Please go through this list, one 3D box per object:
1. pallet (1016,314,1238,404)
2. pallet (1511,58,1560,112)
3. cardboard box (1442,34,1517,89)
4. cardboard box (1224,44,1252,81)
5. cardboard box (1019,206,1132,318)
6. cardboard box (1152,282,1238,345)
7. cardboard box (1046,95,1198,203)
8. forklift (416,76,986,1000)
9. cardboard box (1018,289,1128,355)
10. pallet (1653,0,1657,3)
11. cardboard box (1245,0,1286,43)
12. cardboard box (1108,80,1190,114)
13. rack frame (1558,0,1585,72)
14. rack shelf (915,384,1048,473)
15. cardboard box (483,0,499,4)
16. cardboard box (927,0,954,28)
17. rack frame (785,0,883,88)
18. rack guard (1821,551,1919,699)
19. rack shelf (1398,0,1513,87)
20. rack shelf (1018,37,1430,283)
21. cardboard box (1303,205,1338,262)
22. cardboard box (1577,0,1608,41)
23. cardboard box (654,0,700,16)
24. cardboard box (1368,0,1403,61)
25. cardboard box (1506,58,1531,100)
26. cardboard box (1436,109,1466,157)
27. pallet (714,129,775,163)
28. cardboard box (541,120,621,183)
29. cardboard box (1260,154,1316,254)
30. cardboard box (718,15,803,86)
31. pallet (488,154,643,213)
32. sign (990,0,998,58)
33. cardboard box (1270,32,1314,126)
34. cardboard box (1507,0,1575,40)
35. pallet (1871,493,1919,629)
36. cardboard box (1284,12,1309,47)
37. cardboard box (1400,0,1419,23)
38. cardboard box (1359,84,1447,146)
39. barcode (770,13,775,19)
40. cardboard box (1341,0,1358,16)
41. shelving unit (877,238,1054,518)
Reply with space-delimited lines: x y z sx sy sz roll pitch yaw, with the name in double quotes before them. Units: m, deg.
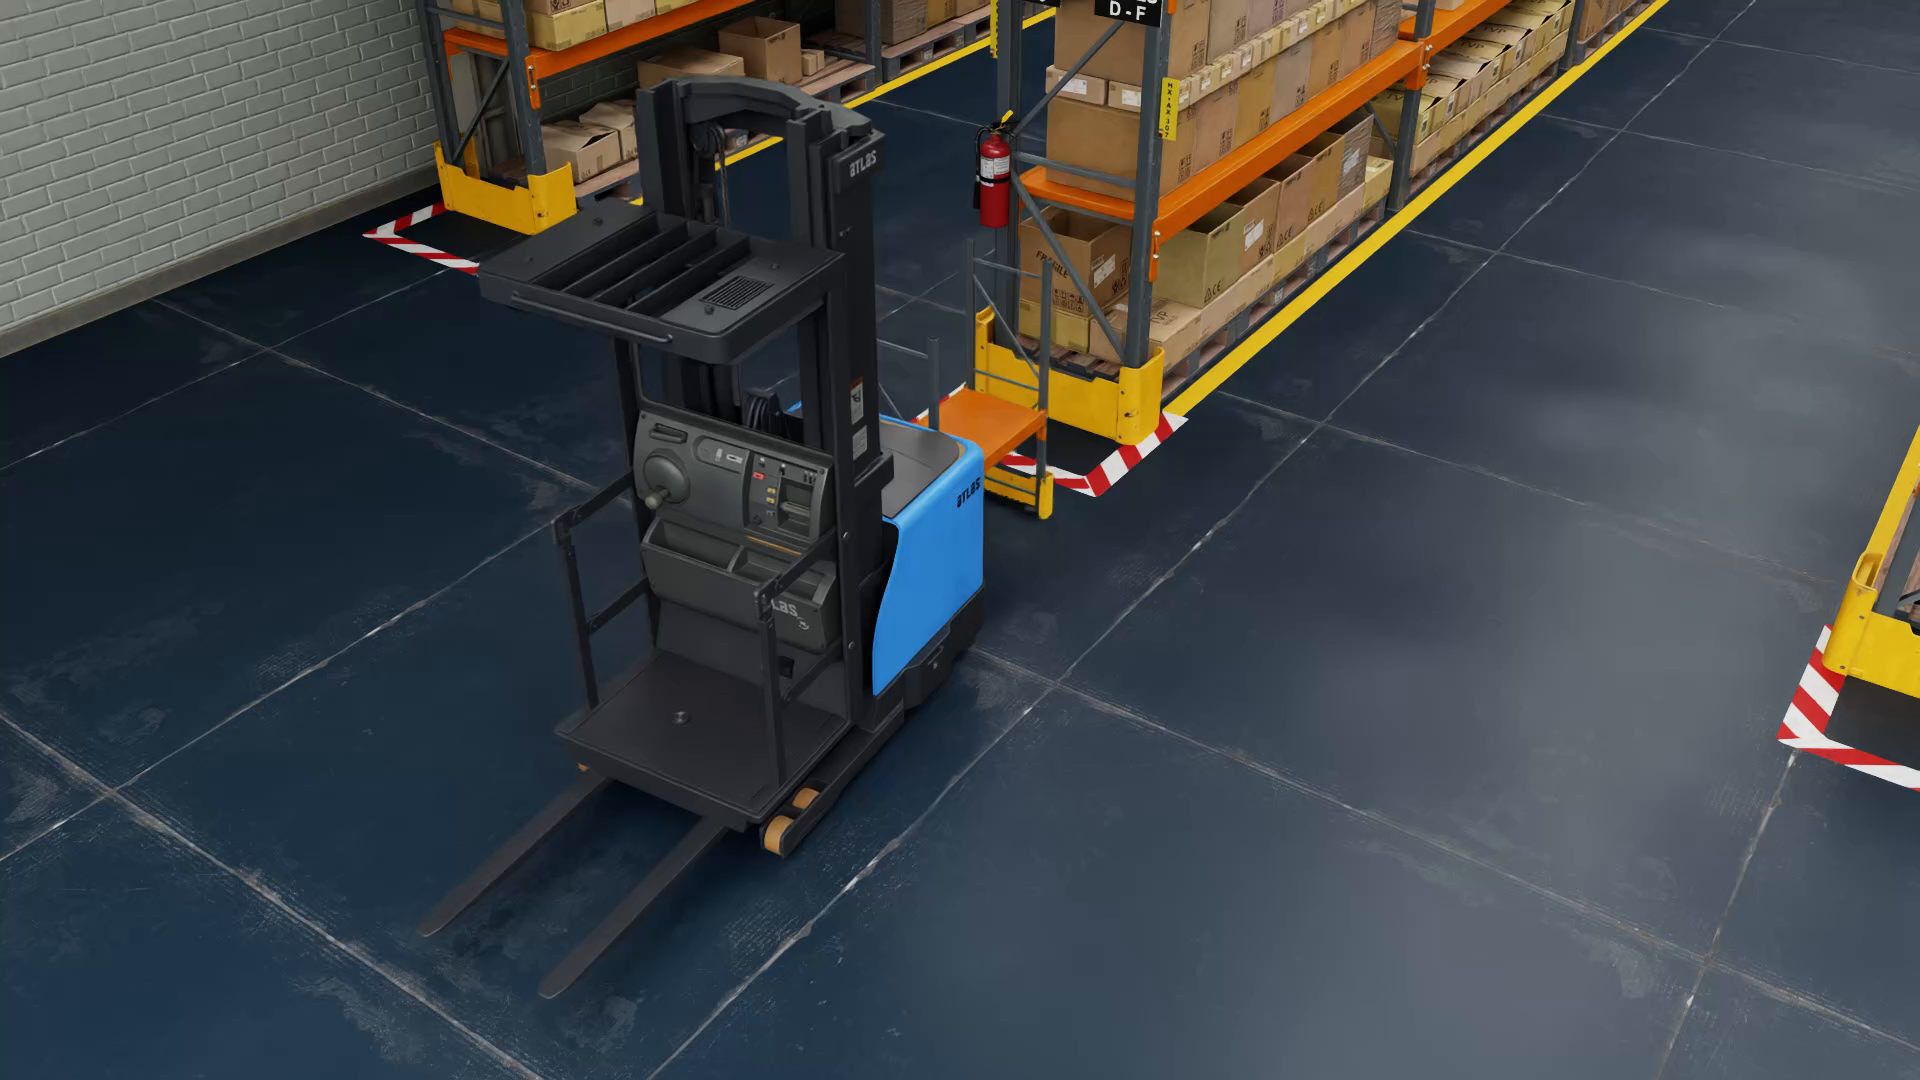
"pallet" 1.051 -1.268 10.613 1.003 0.211 1.213 21 39 28
"pallet" 4.709 -4.218 14.975 1.003 0.211 1.213 21 39 28
"cardboard box" 4.245 -3.985 13.719 0.500 0.311 0.500 22 40 29
"cardboard box" 1.487 -2.832 9.768 0.380 0.149 0.250 21 39 28
"cardboard box" 0.710 -1.745 10.239 0.500 0.500 0.500 21 39 28
"cardboard box" 1.420 -1.500 10.546 0.500 0.250 0.500 21 39 28
"cardboard box" 0.926 -2.310 9.575 0.700 0.500 0.500 21 39 28
"forklift" -1.038 -0.187 6.585 1.130 2.935 3.031 18 38 24
"cardboard box" 0.712 -1.434 10.448 0.500 0.250 0.500 21 39 28
"pallet" 7.058 -6.039 17.667 1.003 0.211 1.213 21 39 28
"cardboard box" 1.538 -3.348 9.951 0.700 0.500 0.500 21 40 28
"cardboard box" 1.050 -2.480 9.247 0.380 0.149 0.250 21 39 28
"rack frame" 5.210 -5.740 14.735 1.000 3.000 0.127 21 39 28
"rack shelf" -0.033 -0.459 8.587 0.538 0.185 1.000 20 39 27
"cardboard box" -3.329 -4.180 11.876 0.500 0.500 0.500 21 39 28
"cardboard box" -0.483 -5.224 15.812 0.700 0.500 0.500 20 39 27
"rack frame" -1.142 -5.479 14.351 1.000 3.000 0.127 21 39 28
"rack guard" 4.721 0.511 7.723 1.175 0.500 0.348 21 39 28
"rack shelf" 4.070 -4.521 13.576 1.077 0.370 4.000 21 39 28
"rack shelf" 1.789 -2.680 10.854 1.077 0.370 4.000 21 39 28
"cardboard box" 2.279 -2.189 11.564 0.500 0.250 0.500 21 39 28
"cardboard box" 5.705 -5.005 15.487 0.500 0.500 0.500 23 40 30
"cardboard box" -2.304 -4.184 12.551 0.500 0.250 0.500 21 39 27
"cardboard box" 2.682 -3.734 11.680 0.700 0.500 0.500 20 39 27
"cardboard box" 4.531 -3.986 14.221 0.500 0.250 0.500 22 40 29
"cardboard box" 3.656 -3.275 13.171 0.500 0.250 0.500 22 40 29
"pallet" -2.191 -3.440 13.824 1.003 0.211 1.213 21 39 28
"cardboard box" -2.954 -2.997 12.687 0.500 0.311 0.500 17 37 23
"cardboard box" 1.995 -2.269 11.013 0.500 0.500 0.500 21 39 28
"cardboard box" -1.701 -4.136 14.202 0.500 0.500 0.500 18 38 25
"pallet" -2.887 -2.881 12.997 1.003 0.211 1.213 21 39 28
"sign" 0.211 -2.816 9.166 0.100 0.325 0.005 21 39 28
"cardboard box" 1.806 -3.024 10.630 0.700 0.500 0.500 23 40 30
"cardboard box" 5.114 -4.687 14.758 0.500 0.311 0.500 22 40 29
"pallet" 5.188 0.259 8.355 1.003 0.211 1.213 21 39 28
"cardboard box" 1.927 -3.187 10.292 0.380 0.149 0.250 22 40 29
"cardboard box" 3.175 -4.077 12.411 0.500 0.250 0.500 24 41 31
"cardboard box" 3.370 -3.277 12.672 0.500 0.311 0.500 21 40 28
"barcode" -1.647 -4.587 14.584 0.001 0.075 0.075 21 39 28
"cardboard box" 2.369 -3.548 10.826 0.380 0.149 0.250 21 39 28
"shelving unit" -0.028 -0.612 8.492 0.587 1.500 1.083 20 39 27
